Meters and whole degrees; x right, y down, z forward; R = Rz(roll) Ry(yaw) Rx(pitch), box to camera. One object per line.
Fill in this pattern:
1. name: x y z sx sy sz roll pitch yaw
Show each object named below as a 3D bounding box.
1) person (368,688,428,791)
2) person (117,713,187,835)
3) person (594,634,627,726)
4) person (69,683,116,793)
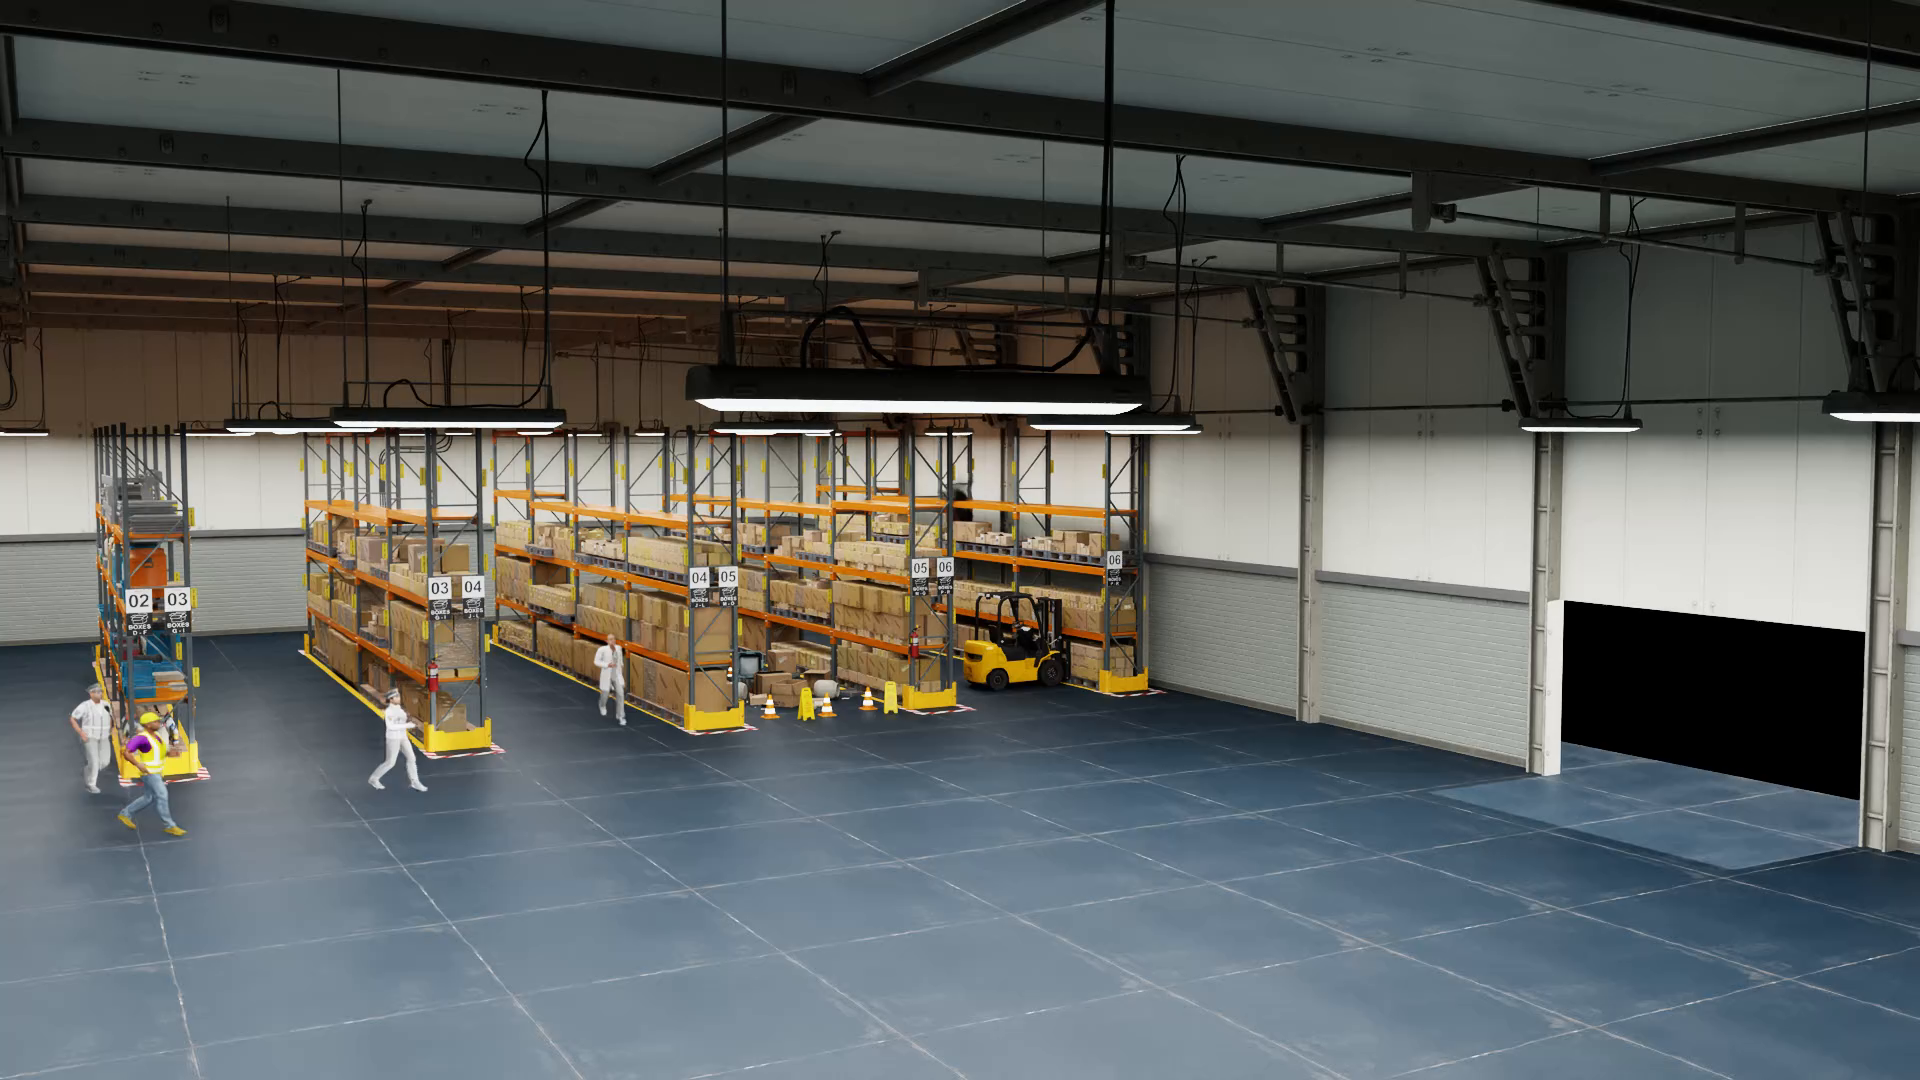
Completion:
1. person: -9.131 3.239 26.975 0.928 1.703 0.620 0 3 5
2. person: -11.667 3.373 23.998 0.951 1.778 0.697 -1 3 -9
3. person: -7.103 2.806 33.672 0.668 1.819 1.159 -2 4 -29
4. person: -14.125 3.221 27.170 0.568 1.752 0.705 2 4 34
